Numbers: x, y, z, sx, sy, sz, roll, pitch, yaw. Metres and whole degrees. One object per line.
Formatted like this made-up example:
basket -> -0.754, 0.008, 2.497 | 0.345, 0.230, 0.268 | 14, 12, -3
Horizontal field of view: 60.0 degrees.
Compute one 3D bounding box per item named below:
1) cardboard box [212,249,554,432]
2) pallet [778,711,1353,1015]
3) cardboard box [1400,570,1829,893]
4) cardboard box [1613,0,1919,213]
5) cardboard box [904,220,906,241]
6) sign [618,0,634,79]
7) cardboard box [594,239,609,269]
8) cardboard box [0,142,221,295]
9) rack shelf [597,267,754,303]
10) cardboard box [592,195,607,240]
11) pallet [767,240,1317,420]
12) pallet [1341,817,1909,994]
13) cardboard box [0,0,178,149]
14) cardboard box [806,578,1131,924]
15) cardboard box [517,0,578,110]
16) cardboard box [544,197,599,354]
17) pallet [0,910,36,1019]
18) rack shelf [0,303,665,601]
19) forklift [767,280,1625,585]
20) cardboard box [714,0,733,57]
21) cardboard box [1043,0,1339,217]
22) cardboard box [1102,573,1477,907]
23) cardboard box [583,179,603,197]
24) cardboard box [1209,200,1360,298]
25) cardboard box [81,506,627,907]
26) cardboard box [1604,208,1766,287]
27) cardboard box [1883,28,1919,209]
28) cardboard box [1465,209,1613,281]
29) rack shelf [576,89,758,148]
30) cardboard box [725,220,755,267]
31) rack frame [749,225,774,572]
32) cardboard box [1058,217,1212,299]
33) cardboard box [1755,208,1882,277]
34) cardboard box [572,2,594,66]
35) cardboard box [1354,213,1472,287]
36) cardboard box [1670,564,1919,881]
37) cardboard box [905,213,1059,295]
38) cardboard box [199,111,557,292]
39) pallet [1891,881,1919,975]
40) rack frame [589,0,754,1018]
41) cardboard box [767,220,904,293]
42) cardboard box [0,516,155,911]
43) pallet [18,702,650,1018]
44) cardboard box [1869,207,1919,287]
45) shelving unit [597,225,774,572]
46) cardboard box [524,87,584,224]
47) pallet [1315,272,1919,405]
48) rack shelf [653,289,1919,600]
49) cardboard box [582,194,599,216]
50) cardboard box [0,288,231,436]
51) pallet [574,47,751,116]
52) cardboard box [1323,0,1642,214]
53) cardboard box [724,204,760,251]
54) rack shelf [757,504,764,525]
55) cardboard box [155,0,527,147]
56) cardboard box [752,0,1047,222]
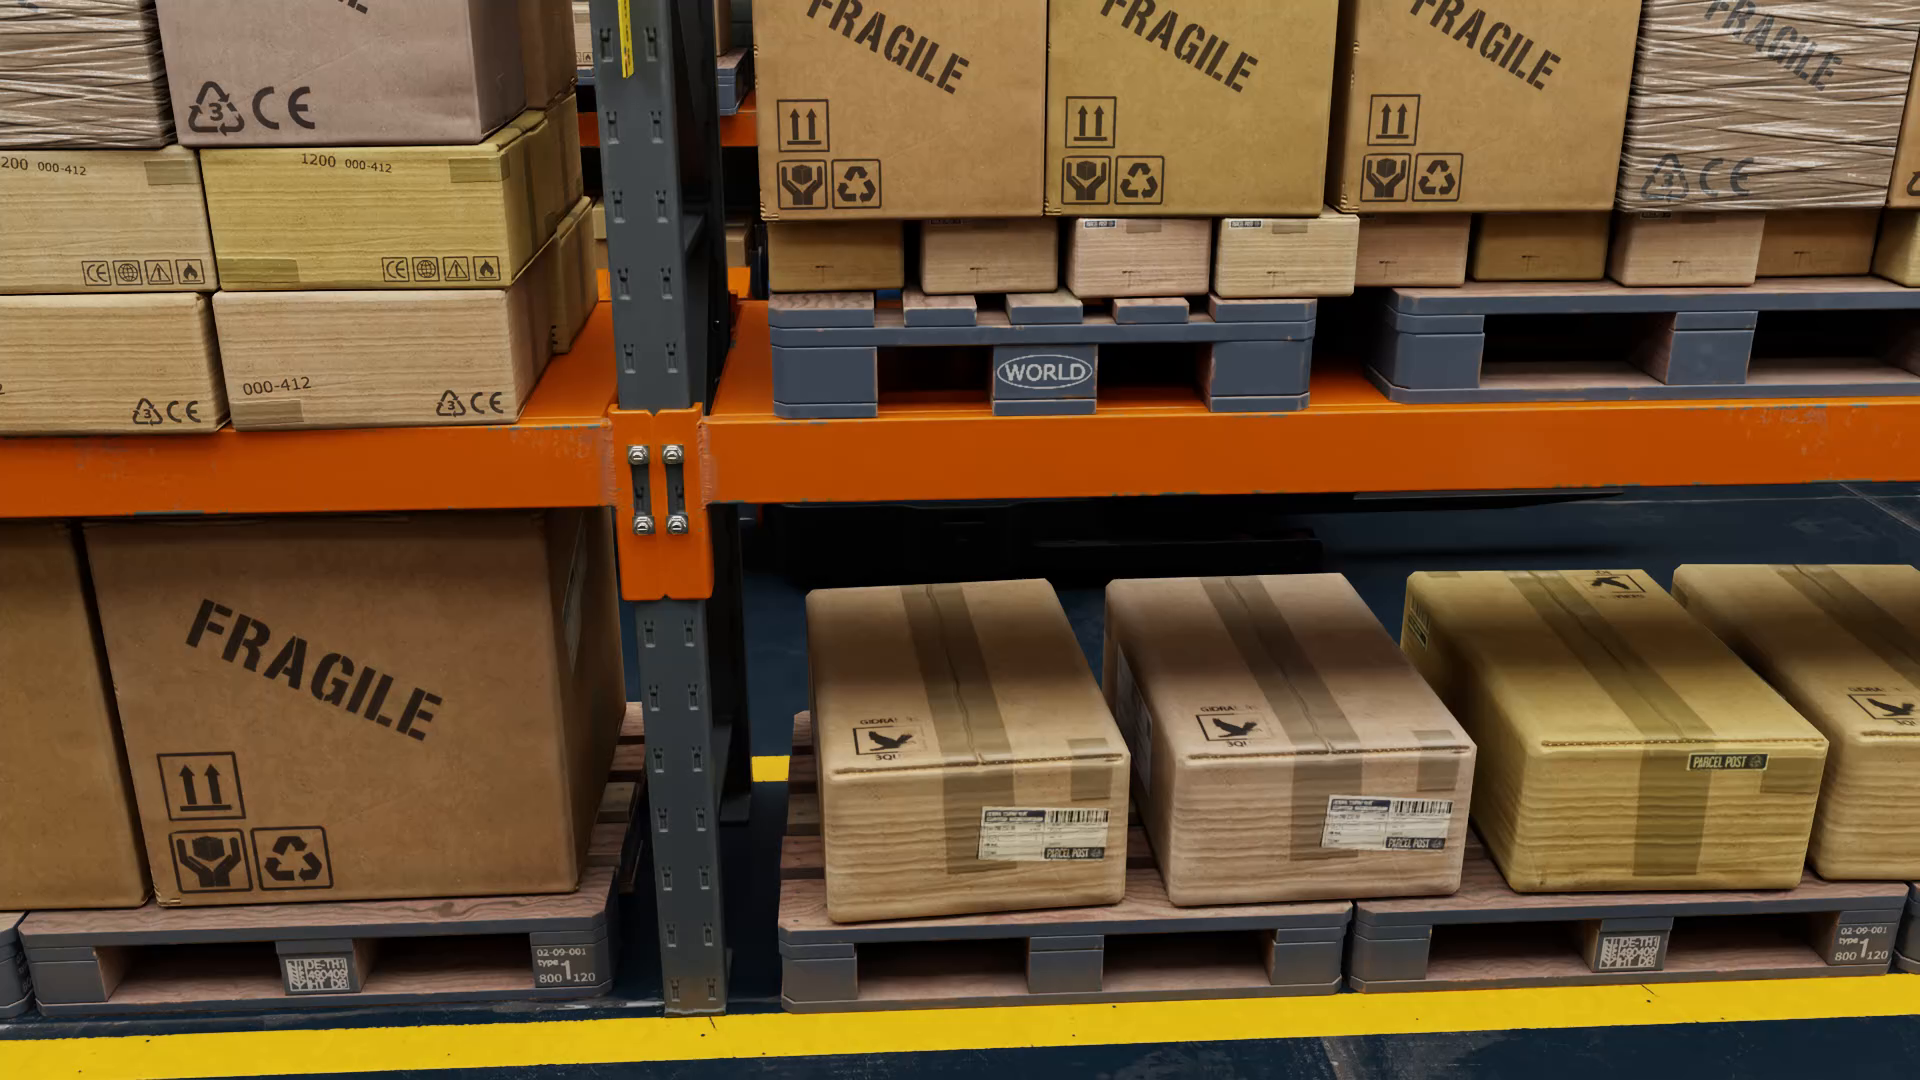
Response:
cardboard box -> -1.074, -0.405, 3.180 | 0.500, 0.250, 0.500 | -2, 21, -5
pallet -> 0.196, 0.710, 3.959 | 1.213, 0.211, 1.003 | -1, 21, -3
cardboard box -> 1.474, 0.415, 3.918 | 0.625, 0.372, 0.950 | 0, 21, -1
cardboard box -> 1.428, -0.920, 3.173 | 0.500, 0.500, 0.500 | -2, 21, -5
cardboard box -> -0.007, -0.778, 3.711 | 0.250, 0.149, 0.380 | -1, 21, -2
sign -> -0.549, -0.922, 2.699 | 0.005, 0.325, 0.100 | -1, 21, -3
cardboard box -> -1.781, -1.277, 8.184 | 0.500, 0.500, 0.500 | -1, 21, -4
cardboard box -> -1.565, -0.629, 3.066 | 0.500, 0.250, 0.500 | -2, 21, -4
rack shelf -> -1.198, -0.764, 5.724 | 1.000, 0.278, 0.538 | -2, 21, -4
cardboard box -> -1.621, -1.555, 8.002 | 0.250, 0.149, 0.380 | -2, 21, -6
pallet -> 0.121, -0.540, 3.594 | 1.003, 0.211, 1.213 | -1, 21, -3
pallet -> 1.411, 0.686, 4.021 | 1.213, 0.211, 1.003 | -1, 21, -3
cardboard box -> -1.597, -0.975, 2.920 | 0.500, 0.500, 0.500 | -1, 21, -2
cardboard box -> -0.020, 0.446, 3.836 | 0.625, 0.372, 0.950 | -3, 21, -7
cardboard box -> -1.091, -1.169, 3.429 | 0.500, 0.500, 0.500 | -2, 21, -5
cardboard box -> -1.087, -0.587, 3.658 | 0.500, 0.250, 0.500 | -2, 21, -4
pallet -> -2.591, 0.738, 3.885 | 1.213, 0.211, 1.003 | -1, 21, -3
rack shelf -> -2.581, -0.201, 3.444 | 4.000, 0.370, 1.077 | -1, 21, -3
forklift -> 0.846, -1.410, 5.705 | 3.031, 2.935, 1.130 | -2, 21, -4
cardboard box -> -1.394, -2.629, 8.079 | 0.500, 0.500, 0.500 | 0, 21, -1
cardboard box -> 0.398, -0.900, 3.120 | 0.500, 0.500, 0.500 | 0, 21, 0
cardboard box -> 0.717, 0.428, 3.883 | 0.625, 0.372, 0.950 | -2, 21, -4
cardboard box -> -1.920, -1.743, 8.494 | 0.250, 0.149, 0.380 | -1, 21, -2
cardboard box -> 0.587, -0.578, 3.187 | 0.250, 0.149, 0.380 | -1, 21, -3
cardboard box -> -1.279, 0.204, 3.766 | 0.875, 0.875, 0.875 | -1, 21, -4
cardboard box -> 1.367, -0.613, 3.277 | 0.250, 0.149, 0.380 | -1, 21, -1
cardboard box -> 1.951, -0.931, 3.202 | 0.500, 0.500, 0.500 | 0, 21, -1
cardboard box -> 1.103, -0.631, 3.324 | 0.250, 0.149, 0.380 | 0, 21, -1
rack shelf -> -2.868, -1.964, 8.075 | 4.000, 0.370, 1.077 | -1, 21, -3
cardboard box -> -1.281, -1.284, 8.200 | 0.500, 0.500, 0.500 | -1, 21, -1
rack frame -> -0.691, -0.504, 5.863 | 0.032, 1.125, 0.500 | -2, 21, -4
cardboard box -> 0.311, -0.580, 3.192 | 0.250, 0.149, 0.380 | -3, 21, -7
cardboard box -> 1.623, -0.645, 3.362 | 0.250, 0.149, 0.380 | -2, 21, -5
cardboard box -> -1.906, -2.331, 7.647 | 0.500, 0.250, 0.500 | -2, 21, -6
cardboard box -> 0.823, -0.611, 3.273 | 0.250, 0.149, 0.380 | 0, 21, 0
cardboard box -> 2.168, 0.400, 3.957 | 0.625, 0.372, 0.950 | 0, 21, 0
cardboard box -> 0.035, -0.591, 3.220 | 0.250, 0.149, 0.380 | -2, 21, -6
cardboard box -> -1.053, -0.641, 3.097 | 0.500, 0.250, 0.500 | -1, 21, -3
pallet -> 2.632, 0.661, 4.089 | 1.213, 0.211, 1.003 | -1, 21, -3
rack frame -> -0.584, -0.578, 3.422 | 0.127, 3.000, 1.000 | -1, 21, -3
cardboard box -> -0.249, -0.597, 3.236 | 0.250, 0.149, 0.380 | -2, 21, -6
cardboard box -> -2.169, 0.220, 3.723 | 0.875, 0.875, 0.875 | -1, 21, -2
pallet -> -1.376, 0.715, 3.947 | 1.213, 0.211, 1.003 | -1, 21, -3
cardboard box -> 1.892, -0.614, 3.280 | 0.250, 0.149, 0.380 | -1, 21, -3
shelving unit -> -1.198, -0.490, 5.828 | 1.048, 1.125, 0.538 | -2, 21, -4
cardboard box -> -1.104, -0.819, 3.564 | 0.500, 0.250, 0.500 | -1, 21, -3
pallet -> 1.390, -0.543, 3.600 | 1.213, 0.211, 1.003 | -1, 21, -3
rack shelf -> 1.412, -0.282, 3.657 | 4.000, 0.370, 1.077 | -1, 21, -3
cardboard box -> -1.886, -1.566, 8.029 | 0.250, 0.149, 0.380 | -2, 21, -5
cardboard box -> -1.583, -0.389, 3.138 | 0.500, 0.250, 0.500 | -1, 21, -2
pallet -> -1.544, -2.212, 7.986 | 1.003, 0.211, 1.213 | -1, 21, -3
cardboard box -> 0.928, -0.913, 3.154 | 0.500, 0.500, 0.500 | -1, 21, -2
cardboard box -> -1.308, -1.460, 8.663 | 0.500, 0.500, 0.500 | 0, 21, -1
rack shelf -> -1.198, -0.262, 5.915 | 1.000, 0.278, 0.538 | -2, 21, -4
cardboard box -> -1.086, -0.988, 2.955 | 0.500, 0.500, 0.500 | -2, 21, -5
cardboard box -> -0.122, -0.887, 3.085 | 0.500, 0.500, 0.500 | -2, 21, -5
